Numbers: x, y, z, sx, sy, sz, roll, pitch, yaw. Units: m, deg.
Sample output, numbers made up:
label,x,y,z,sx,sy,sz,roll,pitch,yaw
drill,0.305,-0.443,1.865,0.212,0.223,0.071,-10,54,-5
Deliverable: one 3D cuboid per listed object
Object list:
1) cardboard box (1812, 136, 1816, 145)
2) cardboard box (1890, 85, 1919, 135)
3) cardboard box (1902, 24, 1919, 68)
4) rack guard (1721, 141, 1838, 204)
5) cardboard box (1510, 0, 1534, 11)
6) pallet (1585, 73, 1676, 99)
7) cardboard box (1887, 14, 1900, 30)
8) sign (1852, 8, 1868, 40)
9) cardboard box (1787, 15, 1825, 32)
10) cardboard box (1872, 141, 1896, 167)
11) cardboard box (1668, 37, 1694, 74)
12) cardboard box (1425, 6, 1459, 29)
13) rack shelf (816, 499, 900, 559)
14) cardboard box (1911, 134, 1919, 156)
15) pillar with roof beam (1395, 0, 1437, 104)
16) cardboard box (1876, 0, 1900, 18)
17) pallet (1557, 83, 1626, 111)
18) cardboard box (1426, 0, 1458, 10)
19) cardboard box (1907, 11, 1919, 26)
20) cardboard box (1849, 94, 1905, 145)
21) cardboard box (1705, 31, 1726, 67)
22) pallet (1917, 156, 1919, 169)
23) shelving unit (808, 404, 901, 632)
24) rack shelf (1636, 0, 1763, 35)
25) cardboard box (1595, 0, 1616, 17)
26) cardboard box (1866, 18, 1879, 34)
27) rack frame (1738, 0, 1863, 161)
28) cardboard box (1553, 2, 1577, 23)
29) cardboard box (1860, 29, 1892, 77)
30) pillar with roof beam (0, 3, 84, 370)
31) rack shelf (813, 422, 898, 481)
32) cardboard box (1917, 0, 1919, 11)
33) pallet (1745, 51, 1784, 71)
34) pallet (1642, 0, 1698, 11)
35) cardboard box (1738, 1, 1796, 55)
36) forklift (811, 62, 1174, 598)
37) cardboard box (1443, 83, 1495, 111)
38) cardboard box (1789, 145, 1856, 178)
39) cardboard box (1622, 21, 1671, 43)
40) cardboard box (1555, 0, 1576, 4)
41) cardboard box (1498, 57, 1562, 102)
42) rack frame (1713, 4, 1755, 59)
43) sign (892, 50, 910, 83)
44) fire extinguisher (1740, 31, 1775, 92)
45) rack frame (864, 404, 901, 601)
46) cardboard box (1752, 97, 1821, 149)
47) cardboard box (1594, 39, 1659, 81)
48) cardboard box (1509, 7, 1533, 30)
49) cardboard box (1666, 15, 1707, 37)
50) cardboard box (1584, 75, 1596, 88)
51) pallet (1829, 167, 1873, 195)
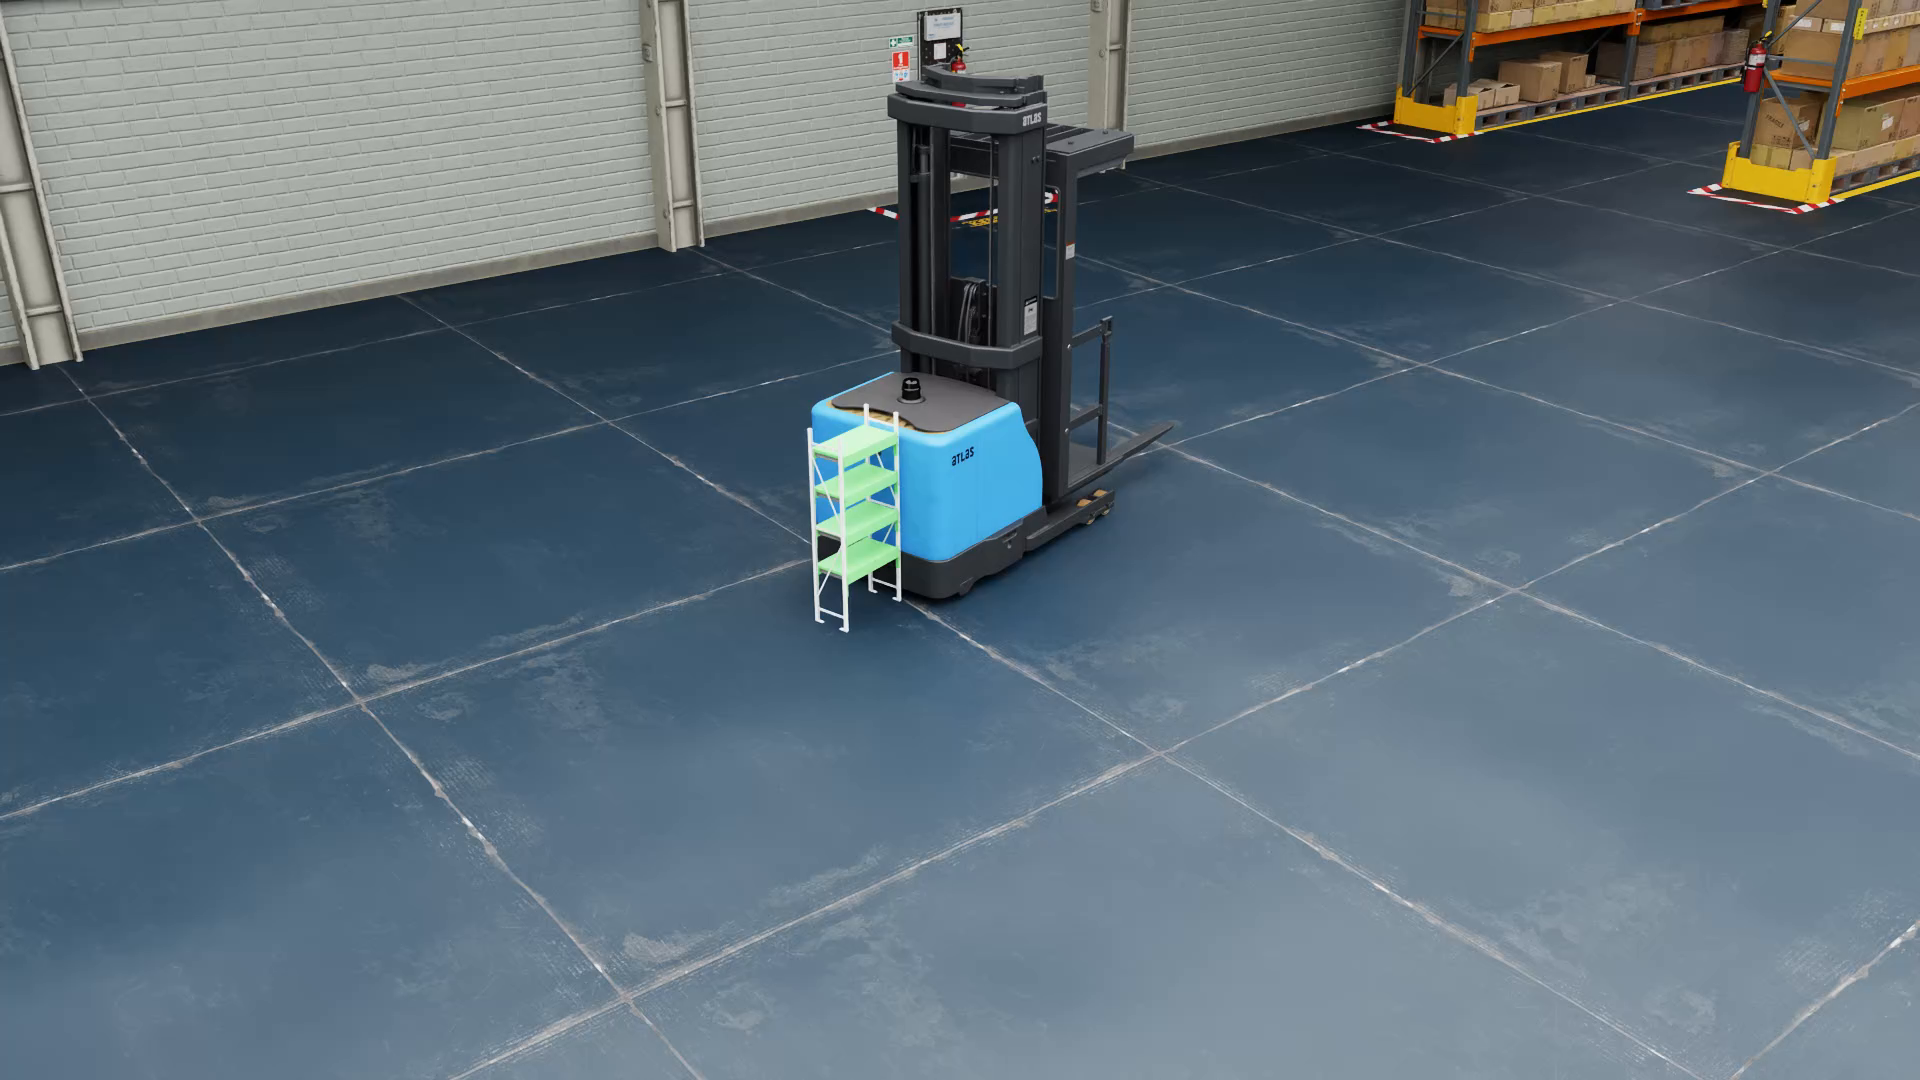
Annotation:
label,x,y,z,sx,sy,sz,roll,pitch,yaw
cardboard box,10.200,-4.754,20.198,0.500,0.250,0.500,-18,31,-34
cardboard box,11.700,-5.312,20.510,0.500,0.500,0.500,-18,31,-34
cardboard box,11.166,-6.005,20.008,0.500,0.500,0.700,-17,30,-33
rack guard,9.555,-4.300,19.421,0.348,0.500,1.175,-18,31,-34
cardboard box,7.471,-7.511,22.634,0.500,0.500,0.500,-18,30,-34
pallet,10.274,-7.057,25.705,1.213,0.211,1.003,-18,31,-34
cardboard box,10.619,-6.009,19.244,0.250,0.149,0.380,-19,31,-35
sign,9.912,-5.683,18.310,0.005,0.325,0.100,-18,31,-34
cardboard box,9.757,-5.942,19.100,0.250,0.149,0.380,-19,31,-35
cardboard box,10.918,-4.710,20.102,0.500,0.250,0.500,-18,31,-34
cardboard box,11.033,-7.651,26.120,0.500,0.500,0.700,-18,30,-33
cardboard box,6.763,-7.207,22.869,0.500,0.250,0.500,-18,30,-33
rack shelf,-0.599,-0.069,9.625,0.258,0.148,0.480,17,30,33
cardboard box,11.708,-4.968,20.659,0.500,0.250,0.500,-18,31,-34
pillar with roof beam,9.188,-8.843,19.115,0.400,9.000,9.100,-18,31,-34
cardboard box,10.402,-6.343,19.194,0.500,0.500,0.700,-19,31,-35
pallet,9.155,-6.668,24.867,1.213,0.211,1.003,-18,31,-34
cardboard box,6.754,-7.554,22.727,0.500,0.500,0.500,-19,31,-35
cardboard box,11.028,-6.145,19.539,0.250,0.149,0.380,-19,31,-35
cardboard box,10.911,-5.054,19.952,0.500,0.500,0.500,-18,31,-34
cardboard box,11.798,-7.924,26.708,0.500,0.500,0.700,-18,31,-34
pallet,12.070,-5.021,21.319,1.213,0.211,1.003,-18,31,-34
shelving unit,-0.599,-0.127,9.598,0.258,1.200,0.503,17,30,33
rack shelf,11.236,-8.312,25.952,4.000,0.370,1.077,-18,31,-34
cardboard box,9.079,-7.710,23.954,0.500,0.250,0.500,-18,30,-34
cardboard box,10.222,-5.880,18.966,0.250,0.149,0.380,-19,31,-35
rack frame,9.574,-5.440,18.908,0.127,3.000,1.000,-18,31,-34
cardboard box,8.298,-7.443,23.379,0.500,0.250,0.500,-18,30,-34
cardboard box,10.360,-5.740,19.437,0.500,0.500,0.700,-17,30,-33
pillar with roof beam,-4.977,-4.168,9.040,0.400,9.000,9.100,-18,31,-34
rack shelf,-0.599,-0.504,9.423,0.258,0.148,0.480,17,30,33
cardboard box,11.192,-6.604,19.757,0.500,0.500,0.700,-18,31,-34
pallet,13.477,-8.073,27.894,1.213,0.211,1.003,-18,31,-34
pallet,10.353,-8.182,25.045,1.213,0.211,1.003,-18,31,-34
cardboard box,13.469,-8.521,27.602,0.750,0.750,0.750,-19,31,-35
forklift,0.378,-1.542,10.591,1.130,2.935,3.031,17,30,33
cardboard box,7.114,-6.210,23.238,0.500,0.311,0.500,-23,33,-40
cardboard box,10.133,-4.449,19.540,0.500,0.250,0.500,-18,31,-34
cardboard box,10.576,-7.837,25.629,0.500,0.250,0.500,-19,31,-35
cardboard box,8.280,-7.781,23.216,0.500,0.500,0.500,-17,30,-32
cardboard box,8.171,-6.618,23.893,0.500,0.500,0.700,-21,32,-37
rack frame,12.810,-9.158,26.920,0.127,3.000,1.000,-18,31,-34
sign,-0.657,-5.267,18.493,0.234,0.329,0.001,-18,31,-34
fire extinguisher,9.194,-5.528,19.190,0.183,0.674,0.296,-18,31,-34
rack frame,-0.453,-0.209,9.775,0.240,1.200,0.015,17,30,33
cardboard box,9.812,-4.961,19.753,0.500,0.500,0.500,-18,31,-34
cardboard box,10.231,-7.381,25.538,0.500,0.500,0.700,-17,30,-32
cardboard box,7.494,-7.182,22.817,0.500,0.250,0.500,-19,31,-36
cardboard box,11.386,-8.097,26.189,0.500,0.250,0.500,-18,31,-34
cardboard box,9.260,-6.884,24.864,0.380,0.166,0.250,22,33,39
pallet,10.150,-4.388,19.953,1.213,0.211,1.003,-18,31,-34
